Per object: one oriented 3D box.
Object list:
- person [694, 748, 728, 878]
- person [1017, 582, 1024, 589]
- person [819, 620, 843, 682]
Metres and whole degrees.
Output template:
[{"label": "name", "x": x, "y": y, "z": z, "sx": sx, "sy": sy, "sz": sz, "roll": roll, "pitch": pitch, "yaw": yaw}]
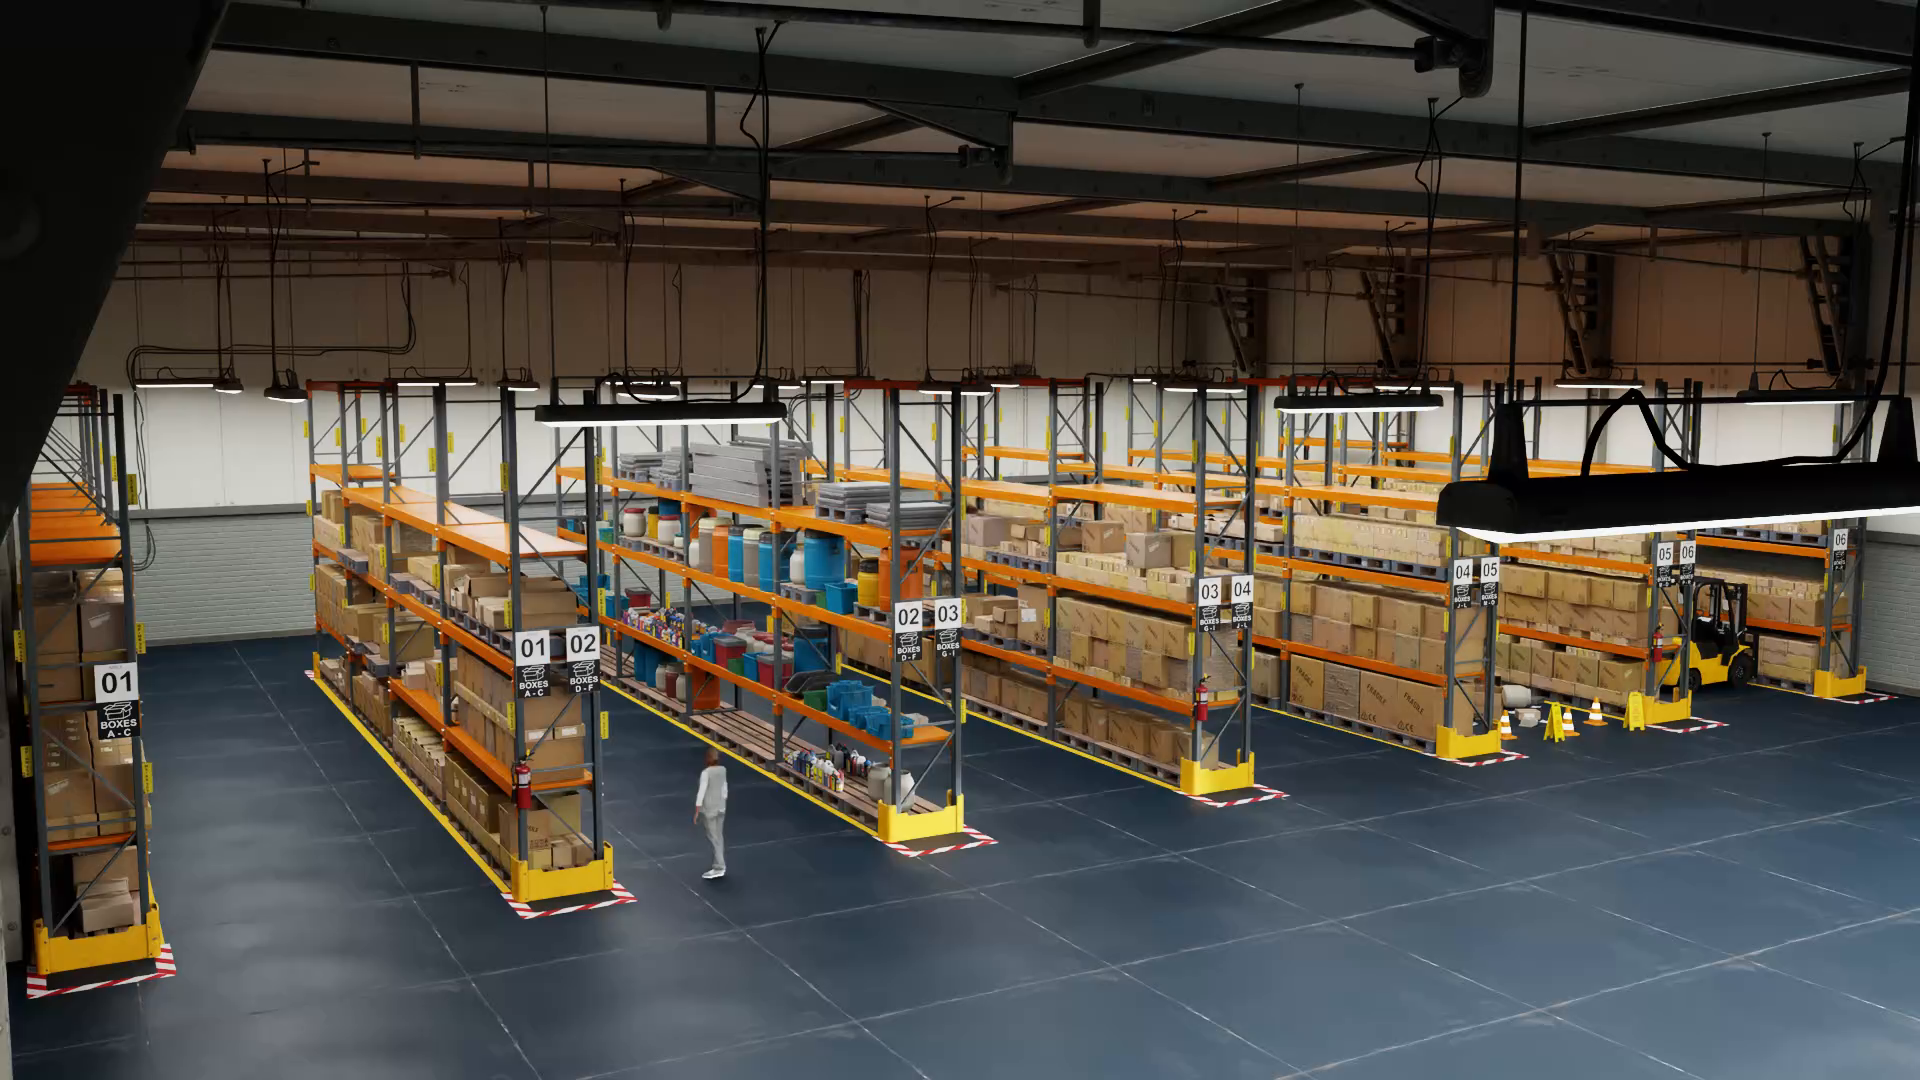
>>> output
[{"label": "person", "x": -3.052, "y": 3.423, "z": 20.501, "sx": 0.366, "sy": 1.531, "sz": 0.505, "roll": 5, "pitch": 8, "yaw": 37}, {"label": "person", "x": 1.380, "y": 1.735, "z": 35.420, "sx": 0.407, "sy": 1.675, "sz": 0.495, "roll": -3, "pitch": 7, "yaw": -26}, {"label": "person", "x": -2.342, "y": 2.040, "z": 30.566, "sx": 0.466, "sy": 1.778, "sz": 0.620, "roll": -4, "pitch": 7, "yaw": -33}]
